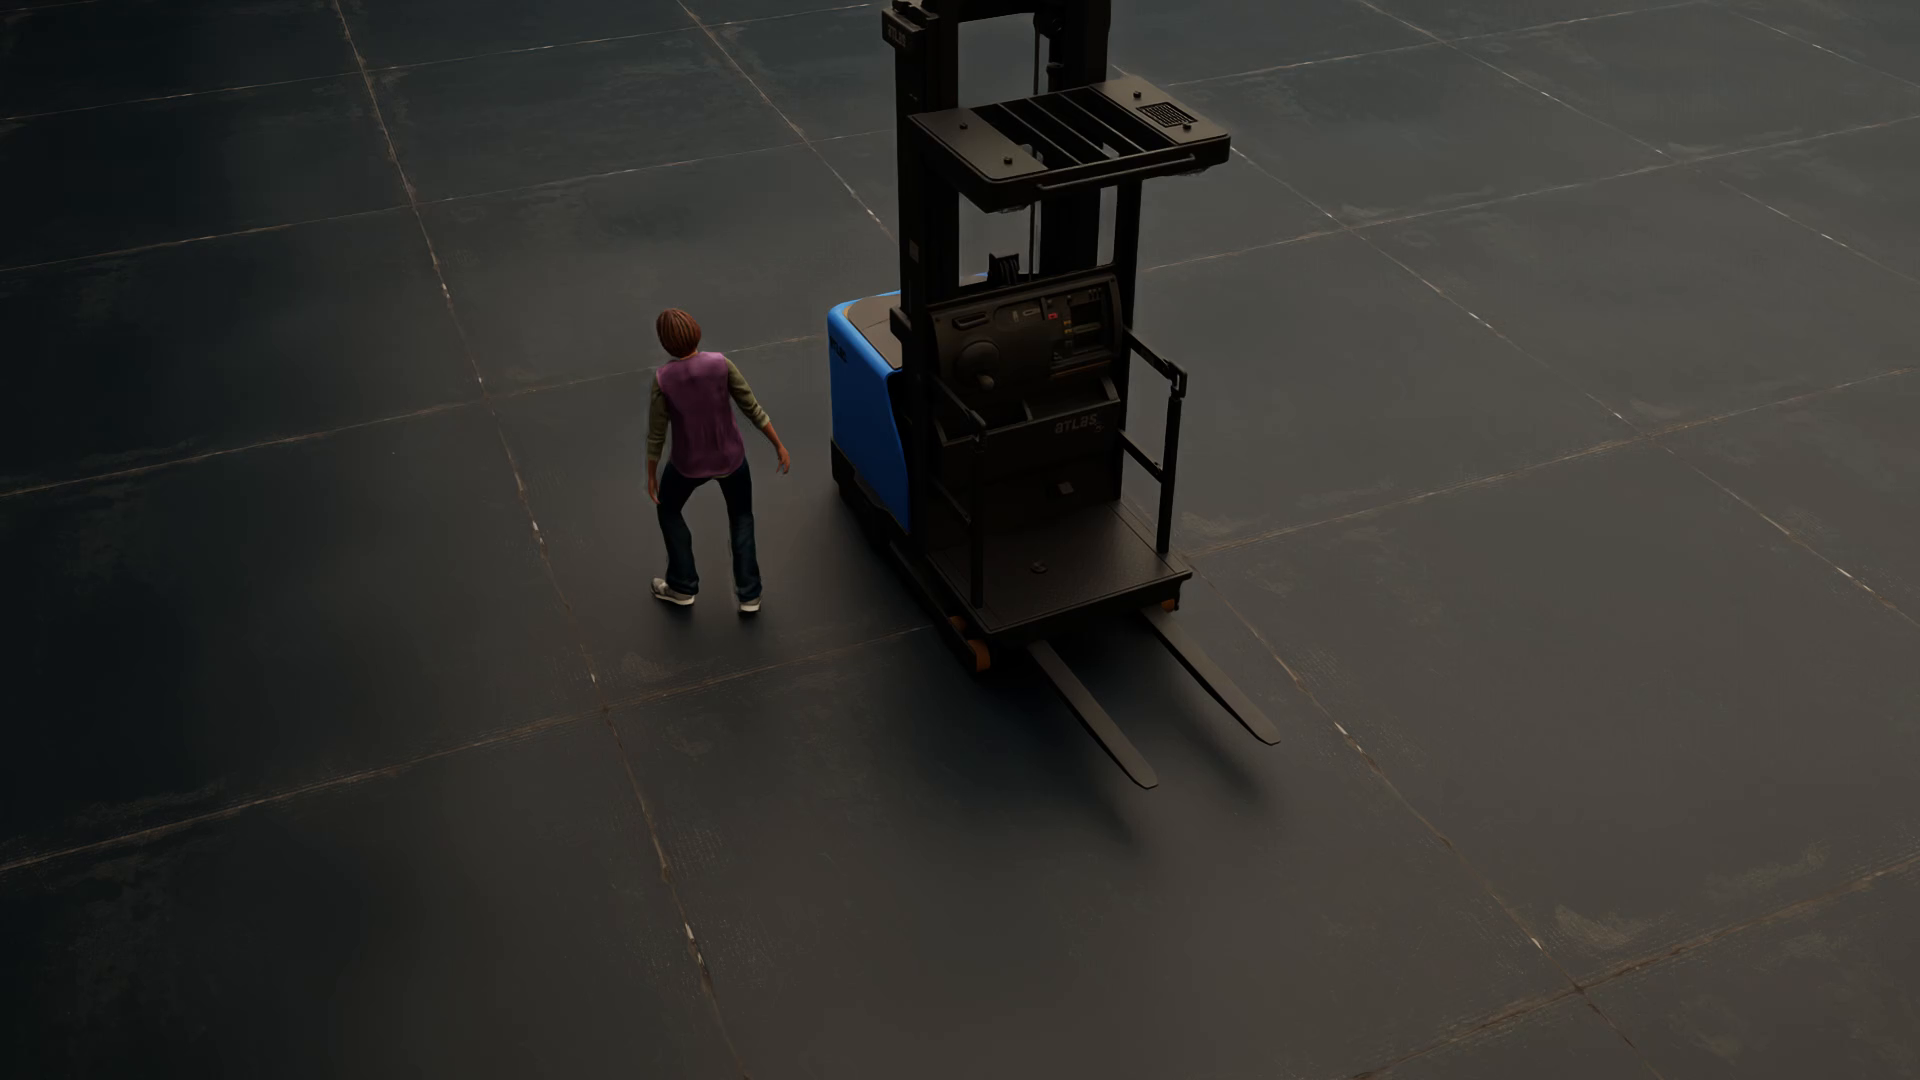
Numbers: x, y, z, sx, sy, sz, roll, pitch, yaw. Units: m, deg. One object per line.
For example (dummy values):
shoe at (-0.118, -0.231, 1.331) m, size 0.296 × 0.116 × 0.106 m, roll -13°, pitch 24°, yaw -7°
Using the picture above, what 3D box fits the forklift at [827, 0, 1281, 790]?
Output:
forklift at (0.404, -0.867, 7.317) m, size 1.130 × 2.935 × 3.031 m, roll -16°, pitch 38°, yaw -21°

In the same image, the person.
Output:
person at (-1.165, -0.339, 7.818) m, size 0.725 × 1.567 × 0.418 m, roll -6°, pitch 36°, yaw -9°
